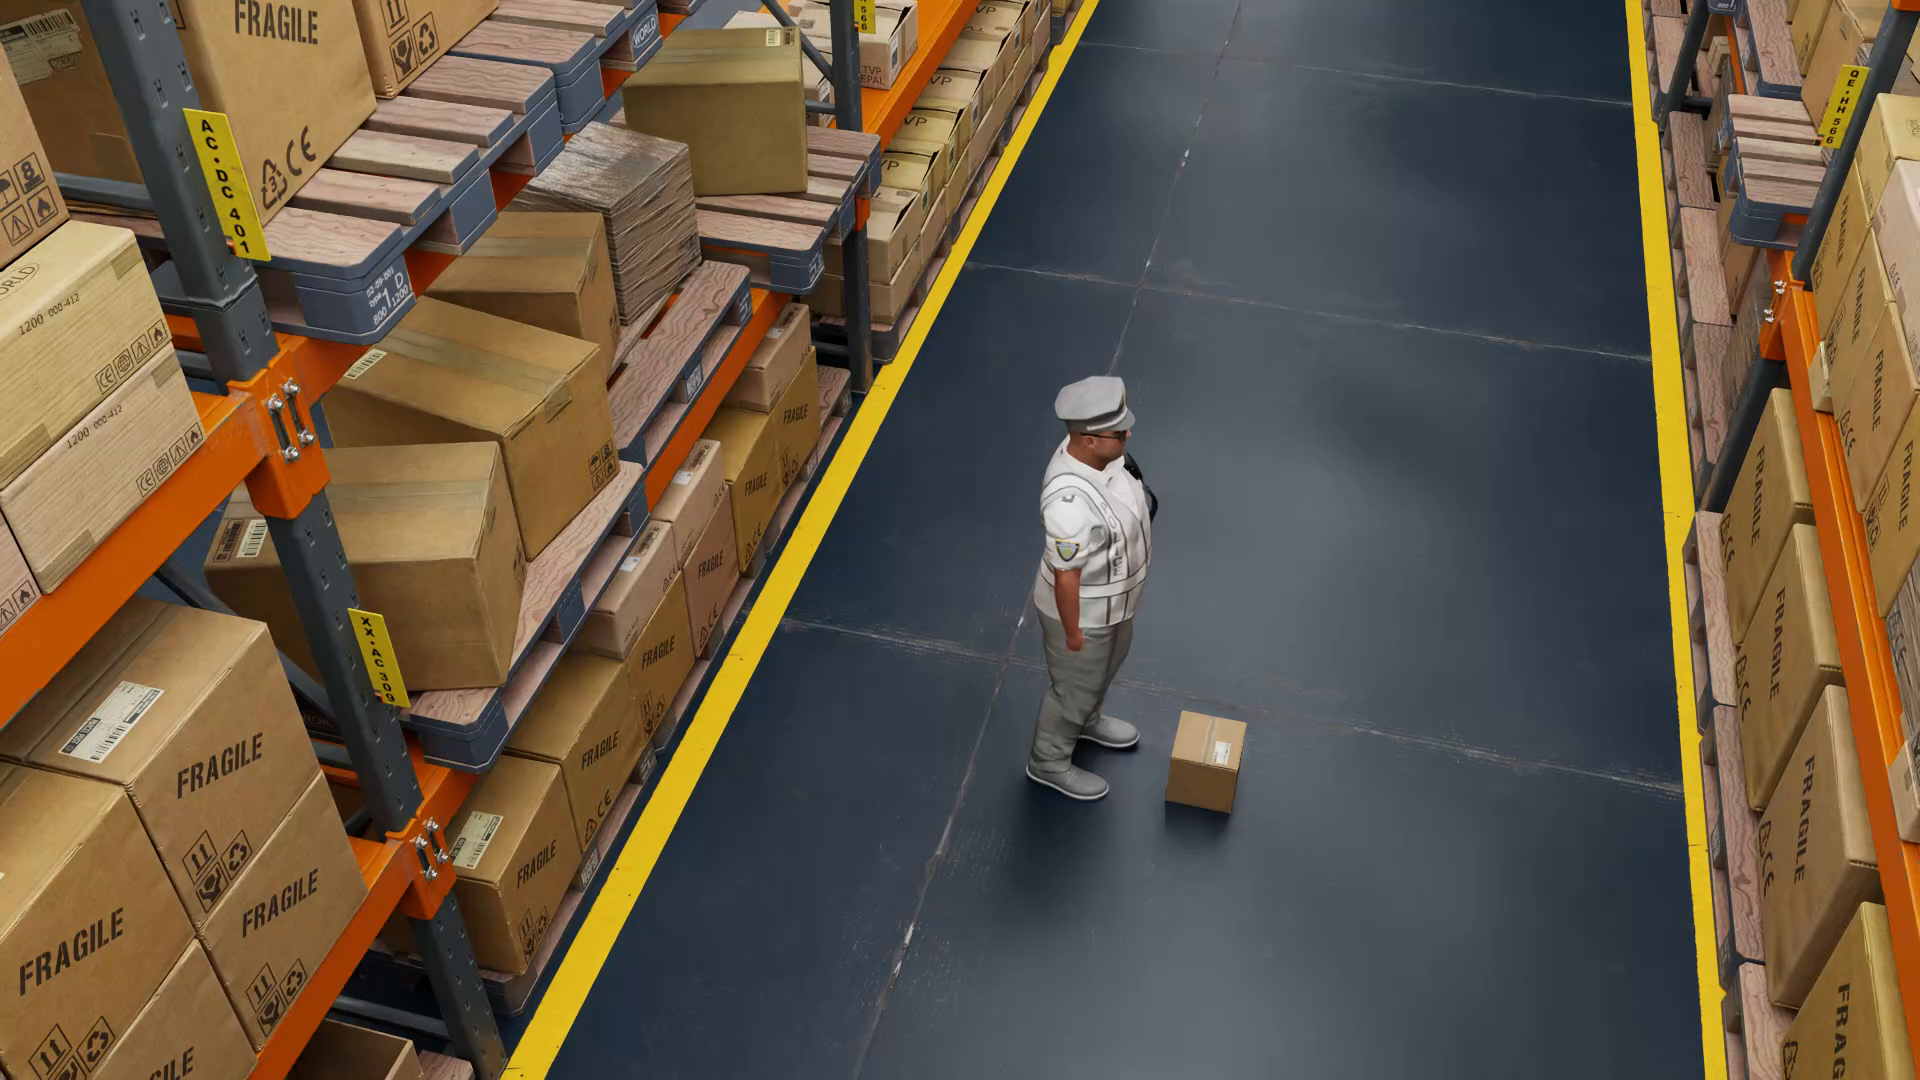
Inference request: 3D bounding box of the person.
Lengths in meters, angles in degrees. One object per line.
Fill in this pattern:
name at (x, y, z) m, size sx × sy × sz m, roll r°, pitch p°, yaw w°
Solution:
person at (0.477, 0.179, 5.942) m, size 0.404 × 1.764 × 0.527 m, roll 11°, pitch 42°, yaw 12°
